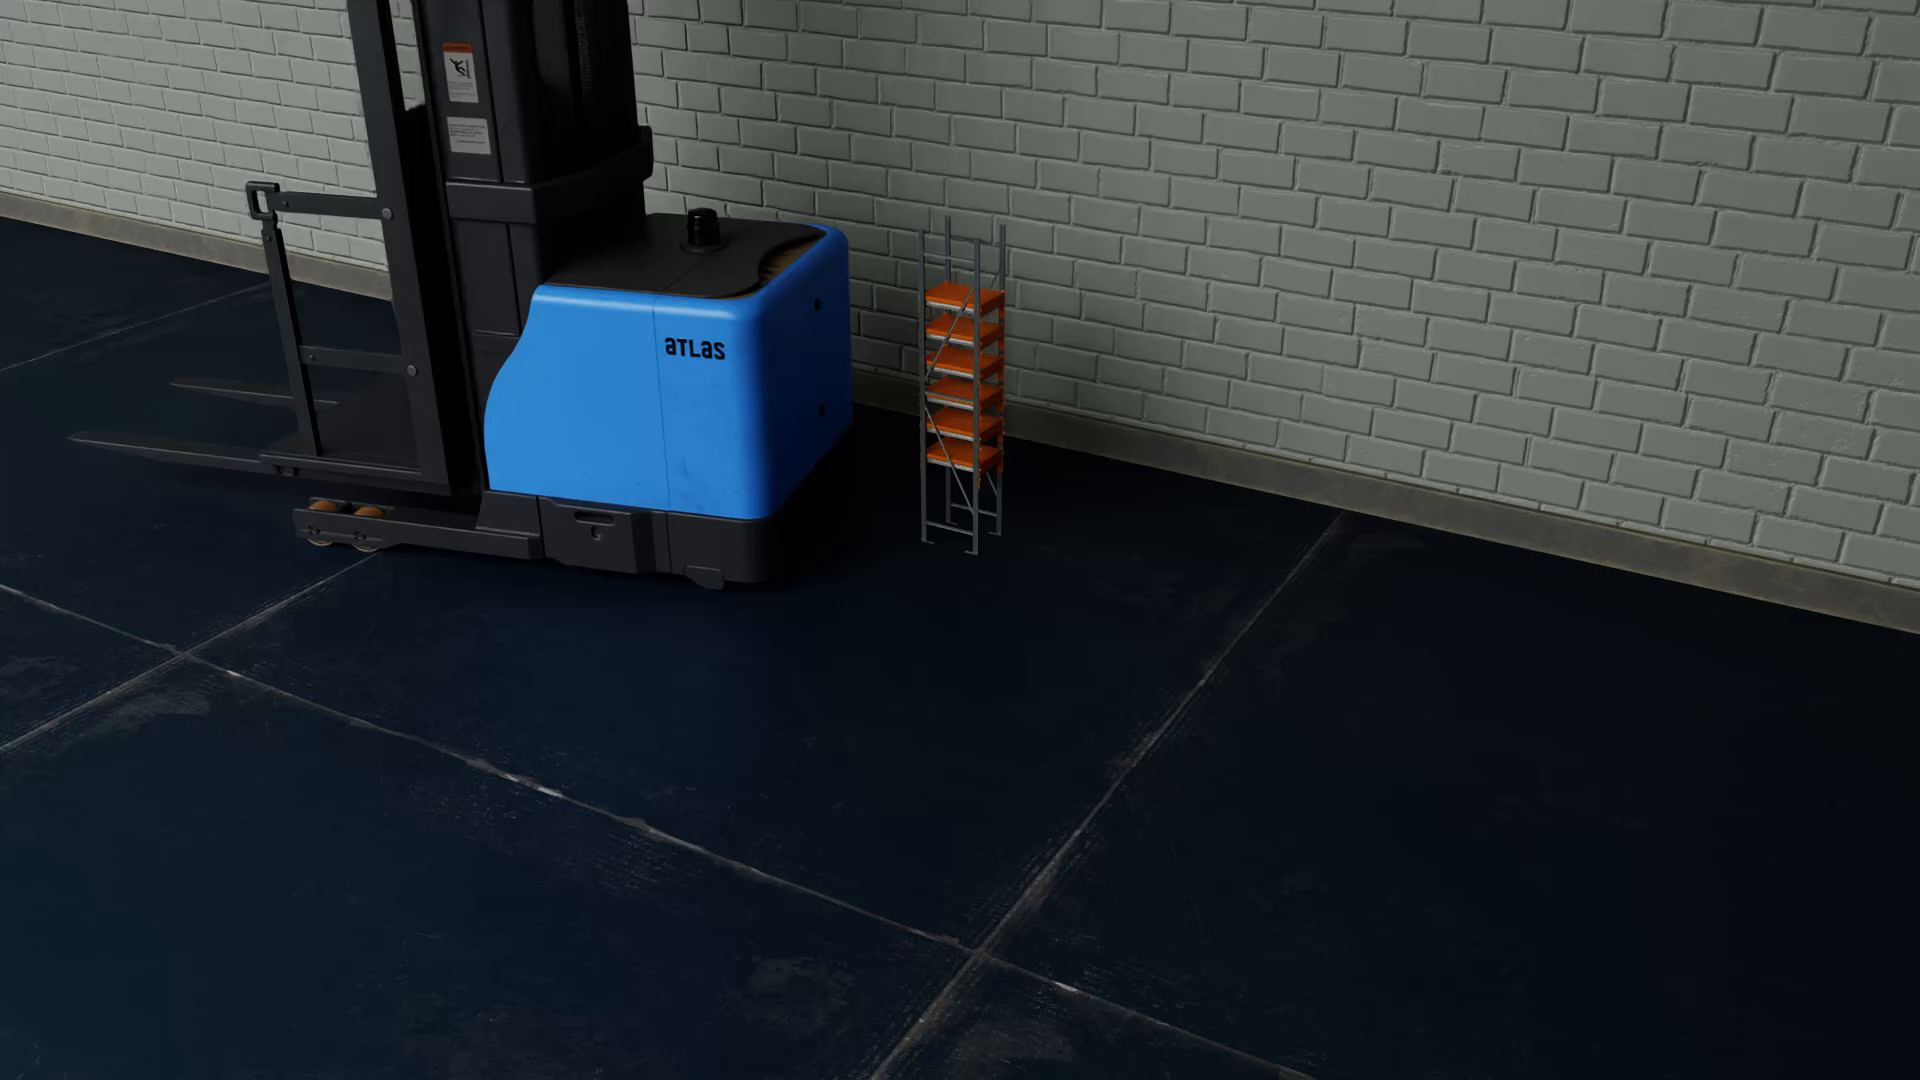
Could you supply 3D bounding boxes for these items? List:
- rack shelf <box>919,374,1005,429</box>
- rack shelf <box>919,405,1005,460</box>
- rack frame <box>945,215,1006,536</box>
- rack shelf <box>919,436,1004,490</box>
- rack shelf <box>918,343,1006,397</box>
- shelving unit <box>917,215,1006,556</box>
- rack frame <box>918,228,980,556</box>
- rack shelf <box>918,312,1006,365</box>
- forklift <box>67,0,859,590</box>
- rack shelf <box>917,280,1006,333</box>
[{"bbox_3d":[0.007,-0.502,6.013,0.258,0.103,0.180,14,30,26],"label":"rack shelf"},{"bbox_3d":[0.007,-0.395,6.066,0.258,0.103,0.180,14,30,26],"label":"rack shelf"},{"bbox_3d":[0.052,-0.578,6.064,0.240,1.200,0.006,14,30,26],"label":"rack frame"},{"bbox_3d":[0.007,-0.288,6.120,0.258,0.103,0.180,14,30,26],"label":"rack shelf"},{"bbox_3d":[0.007,-0.610,5.959,0.258,0.103,0.180,14,30,26],"label":"rack shelf"},{"bbox_3d":[0.007,-0.542,5.993,0.258,1.200,0.189,14,30,26],"label":"shelving unit"},{"bbox_3d":[-0.038,-0.507,5.921,0.240,1.200,0.006,14,30,26],"label":"rack frame"},{"bbox_3d":[0.007,-0.717,5.905,0.258,0.103,0.180,14,30,26],"label":"rack shelf"},{"bbox_3d":[-1.976,-1.485,5.941,3.031,2.935,1.130,7,27,13],"label":"forklift"},{"bbox_3d":[0.007,-0.824,5.851,0.258,0.103,0.180,14,30,26],"label":"rack shelf"}]
